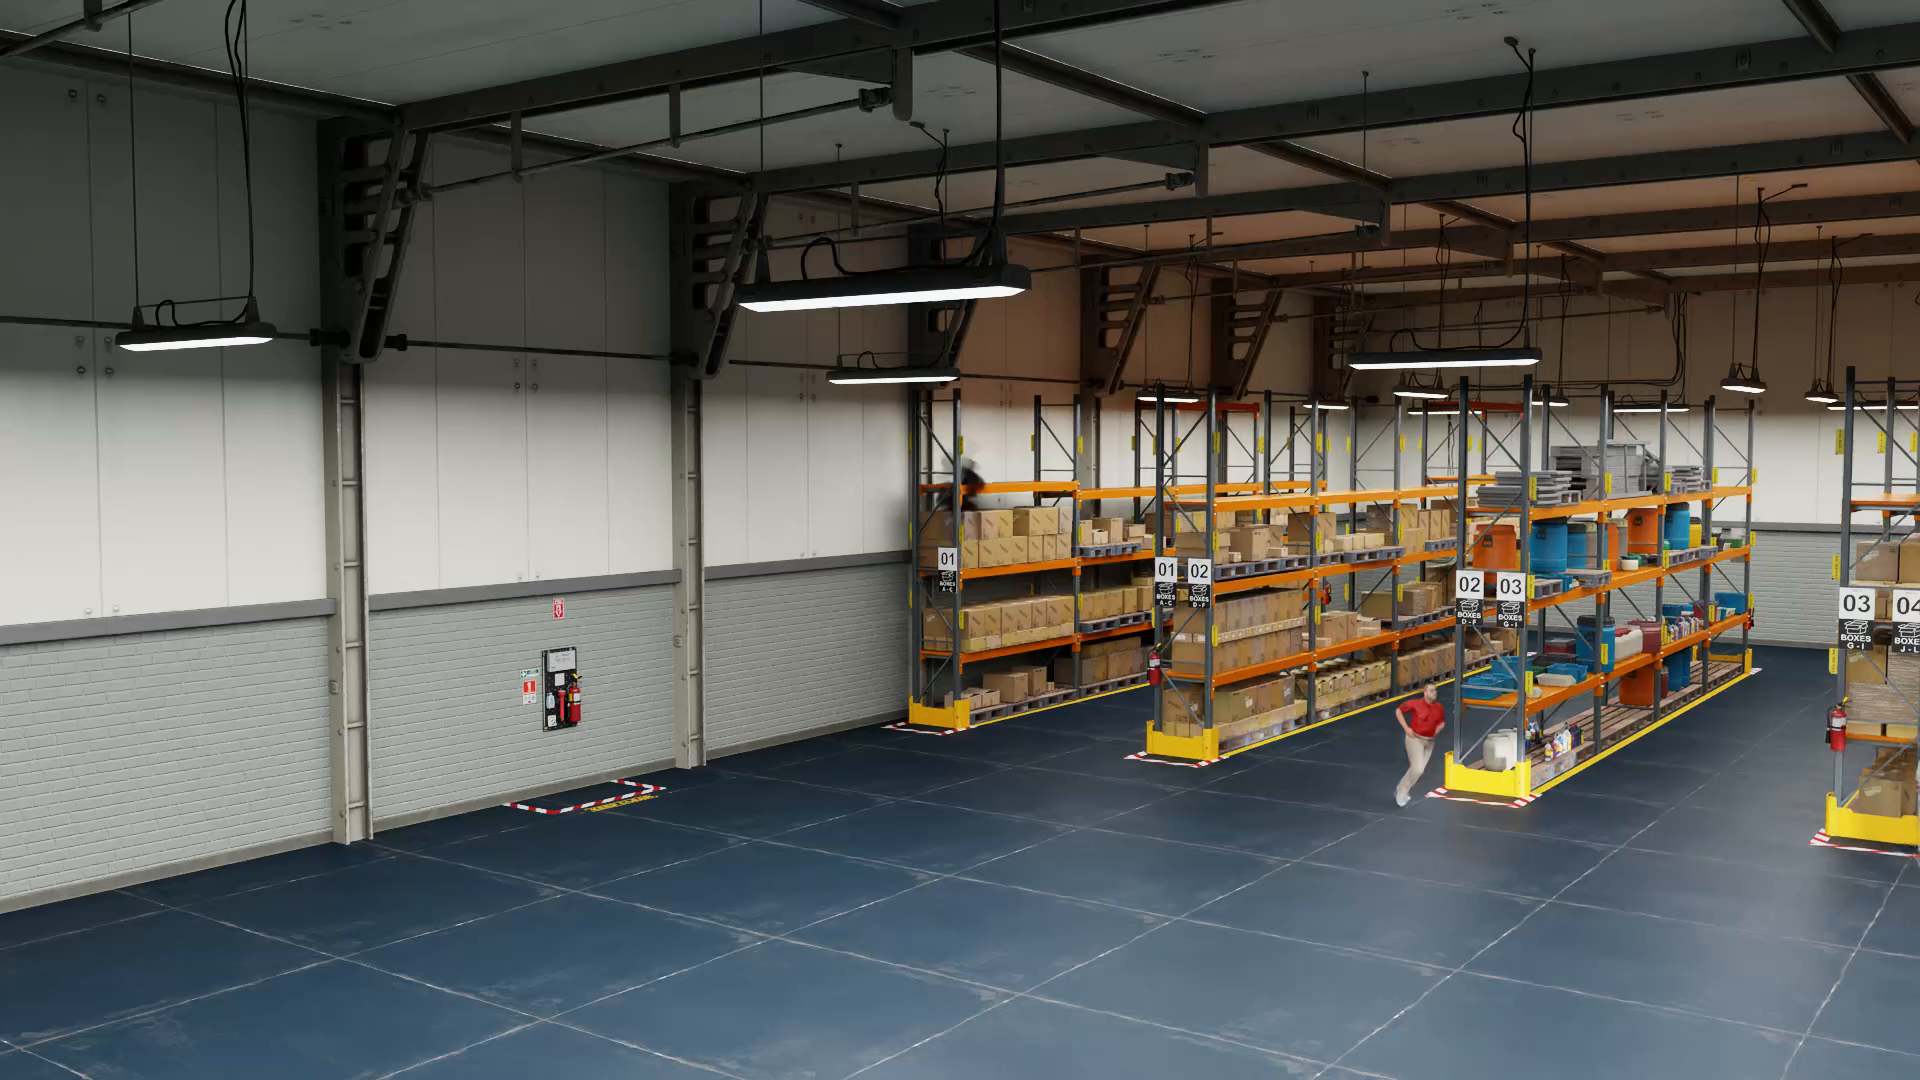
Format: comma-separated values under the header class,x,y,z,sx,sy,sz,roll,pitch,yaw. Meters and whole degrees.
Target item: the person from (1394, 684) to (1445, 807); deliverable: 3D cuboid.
class,x,y,z,sx,sy,sz,roll,pitch,yaw
person,6.412,2.849,23.148,0.727,1.713,0.665,-1,3,-20
